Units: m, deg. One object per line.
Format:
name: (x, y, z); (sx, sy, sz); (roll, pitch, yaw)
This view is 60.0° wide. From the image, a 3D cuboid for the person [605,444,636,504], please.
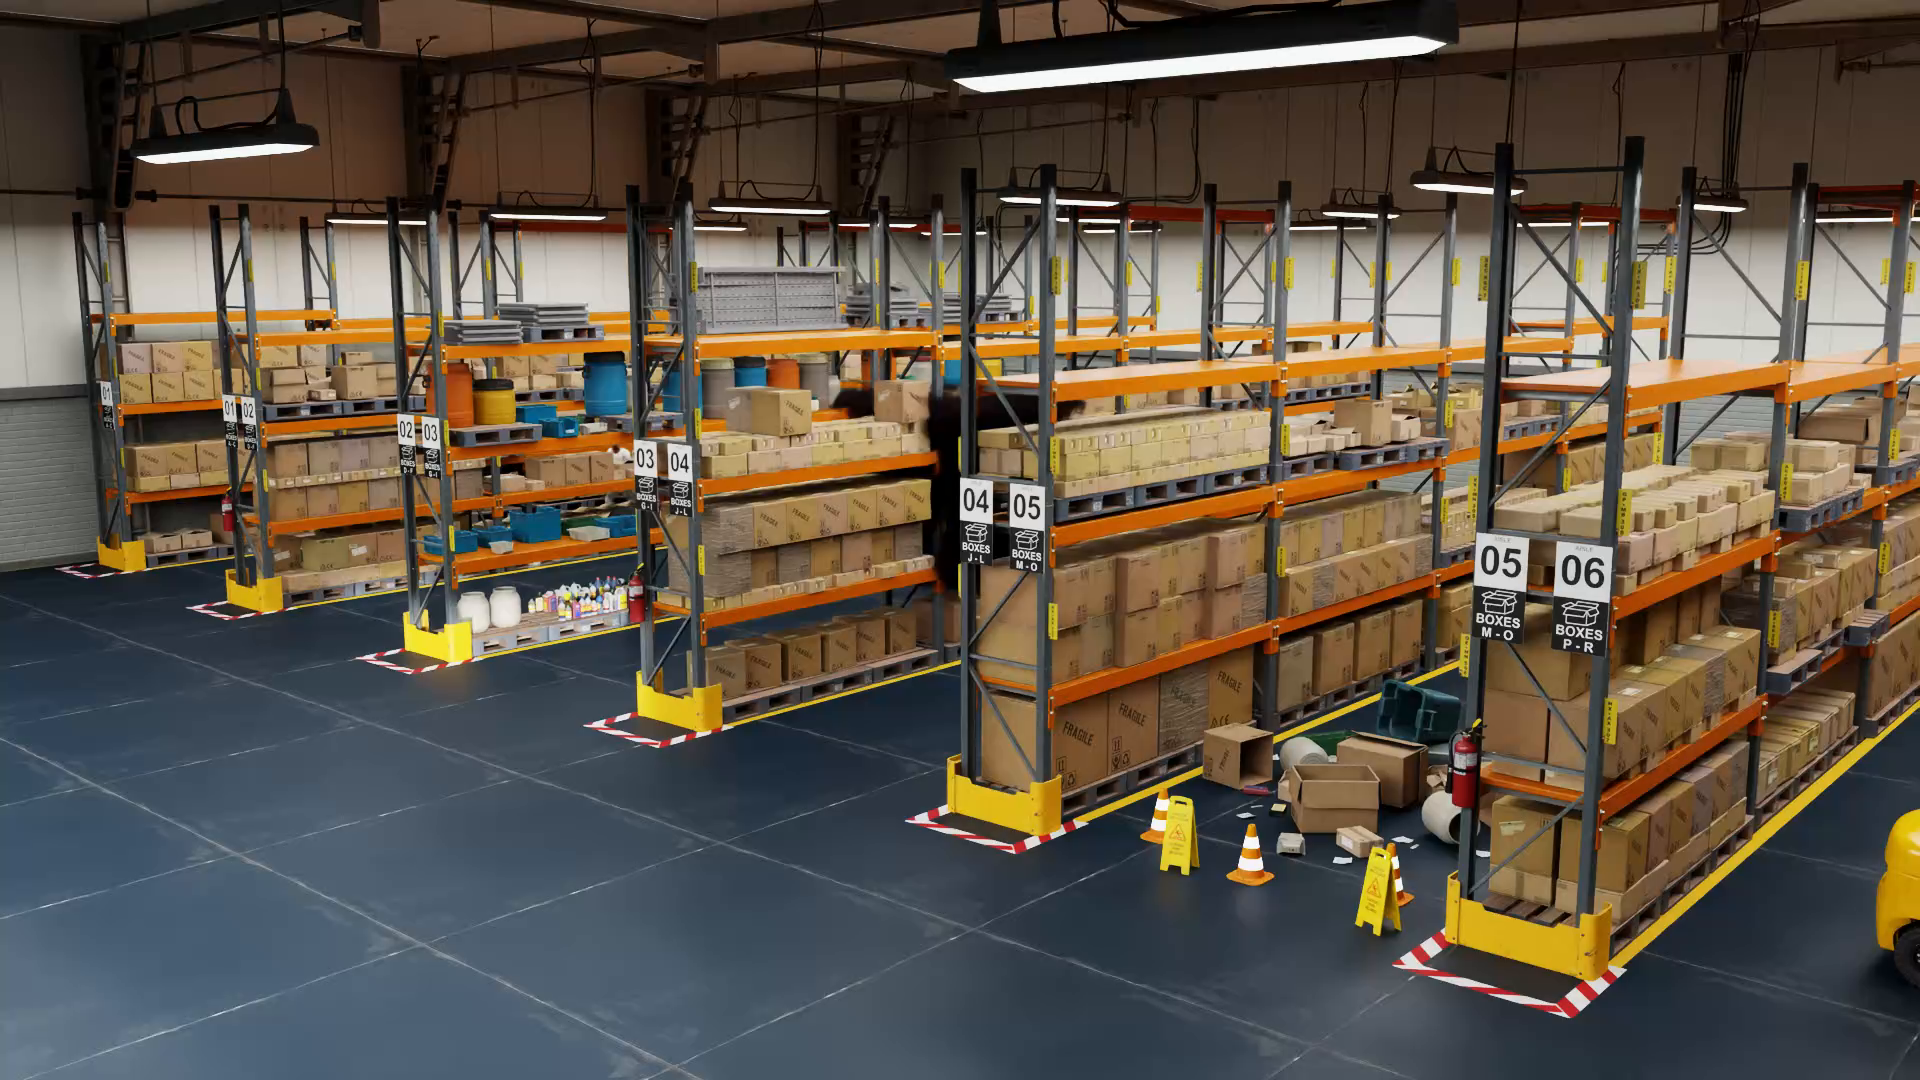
person: (-6.971, -1.277, 33.770); (0.757, 1.723, 1.080); (7, 12, 36)
